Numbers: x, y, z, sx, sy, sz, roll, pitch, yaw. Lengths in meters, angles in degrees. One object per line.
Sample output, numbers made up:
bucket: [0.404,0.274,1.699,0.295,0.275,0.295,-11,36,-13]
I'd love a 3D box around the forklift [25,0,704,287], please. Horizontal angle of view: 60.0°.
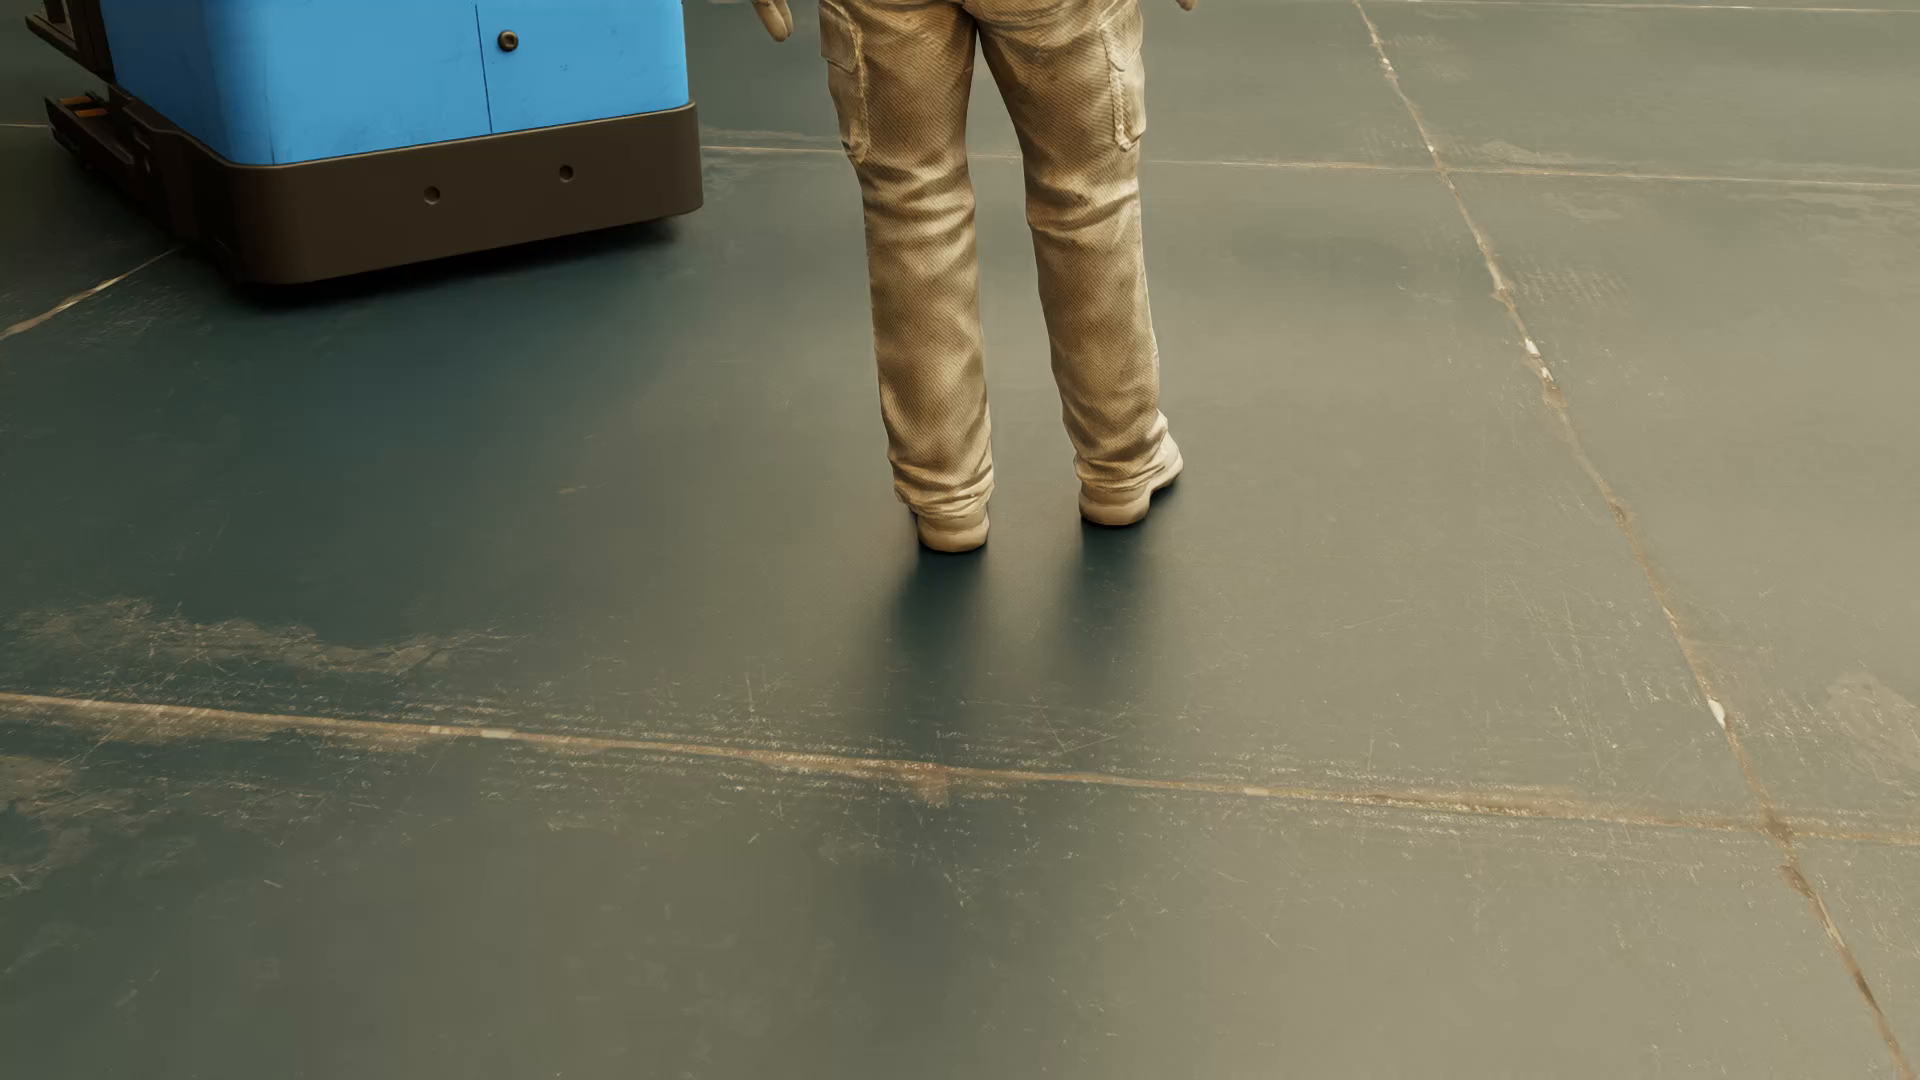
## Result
forklift: [-1.888,-2.428,4.084,1.130,2.935,3.031,-18,32,-32]

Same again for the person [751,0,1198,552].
person: [0.018,-0.833,2.162,0.656,1.776,0.577,3,27,7]
